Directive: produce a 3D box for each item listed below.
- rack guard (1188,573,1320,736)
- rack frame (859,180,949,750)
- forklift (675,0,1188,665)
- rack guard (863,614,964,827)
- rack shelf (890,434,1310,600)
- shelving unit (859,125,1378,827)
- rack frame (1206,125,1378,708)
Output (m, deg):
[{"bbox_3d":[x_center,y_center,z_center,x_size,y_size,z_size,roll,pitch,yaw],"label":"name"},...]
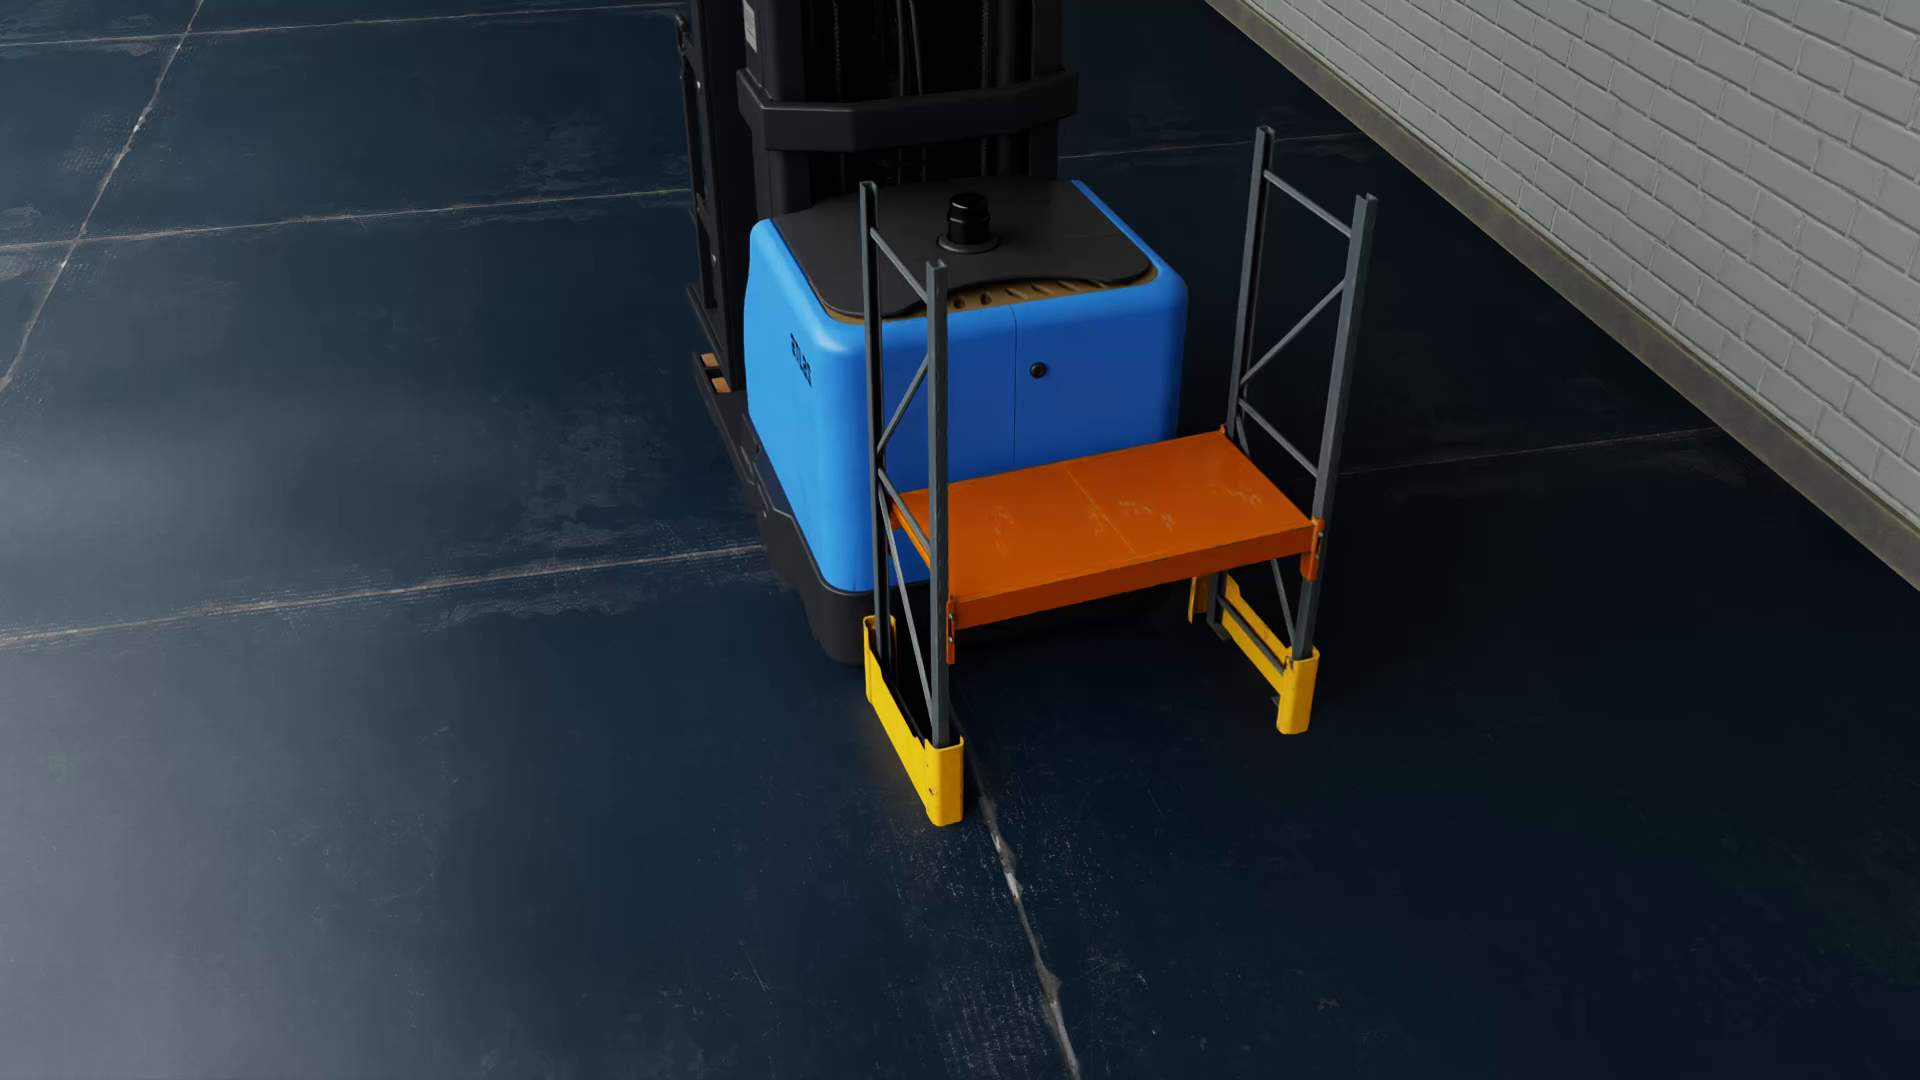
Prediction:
[{"bbox_3d":[0.807,0.264,4.632,0.087,0.250,0.587,-12,36,-17],"label":"rack guard"},{"bbox_3d":[-0.127,-0.060,3.994,0.032,1.500,0.500,-12,36,-17],"label":"rack frame"},{"bbox_3d":[-15.689,-2.351,6.124,29.544,2.935,14.953,-10,35,-15],"label":"forklift"},{"bbox_3d":[-0.126,0.458,4.343,0.087,0.250,0.587,-12,36,-17],"label":"rack guard"},{"bbox_3d":[0.349,-0.066,4.205,0.952,0.026,0.459,-12,36,-17],"label":"rack shelf"},{"bbox_3d":[0.341,-0.158,4.139,1.083,1.500,0.587,-12,36,-17],"label":"shelving unit"},{"bbox_3d":[0.825,-0.259,4.290,0.032,1.500,0.500,-12,36,-17],"label":"rack frame"}]
